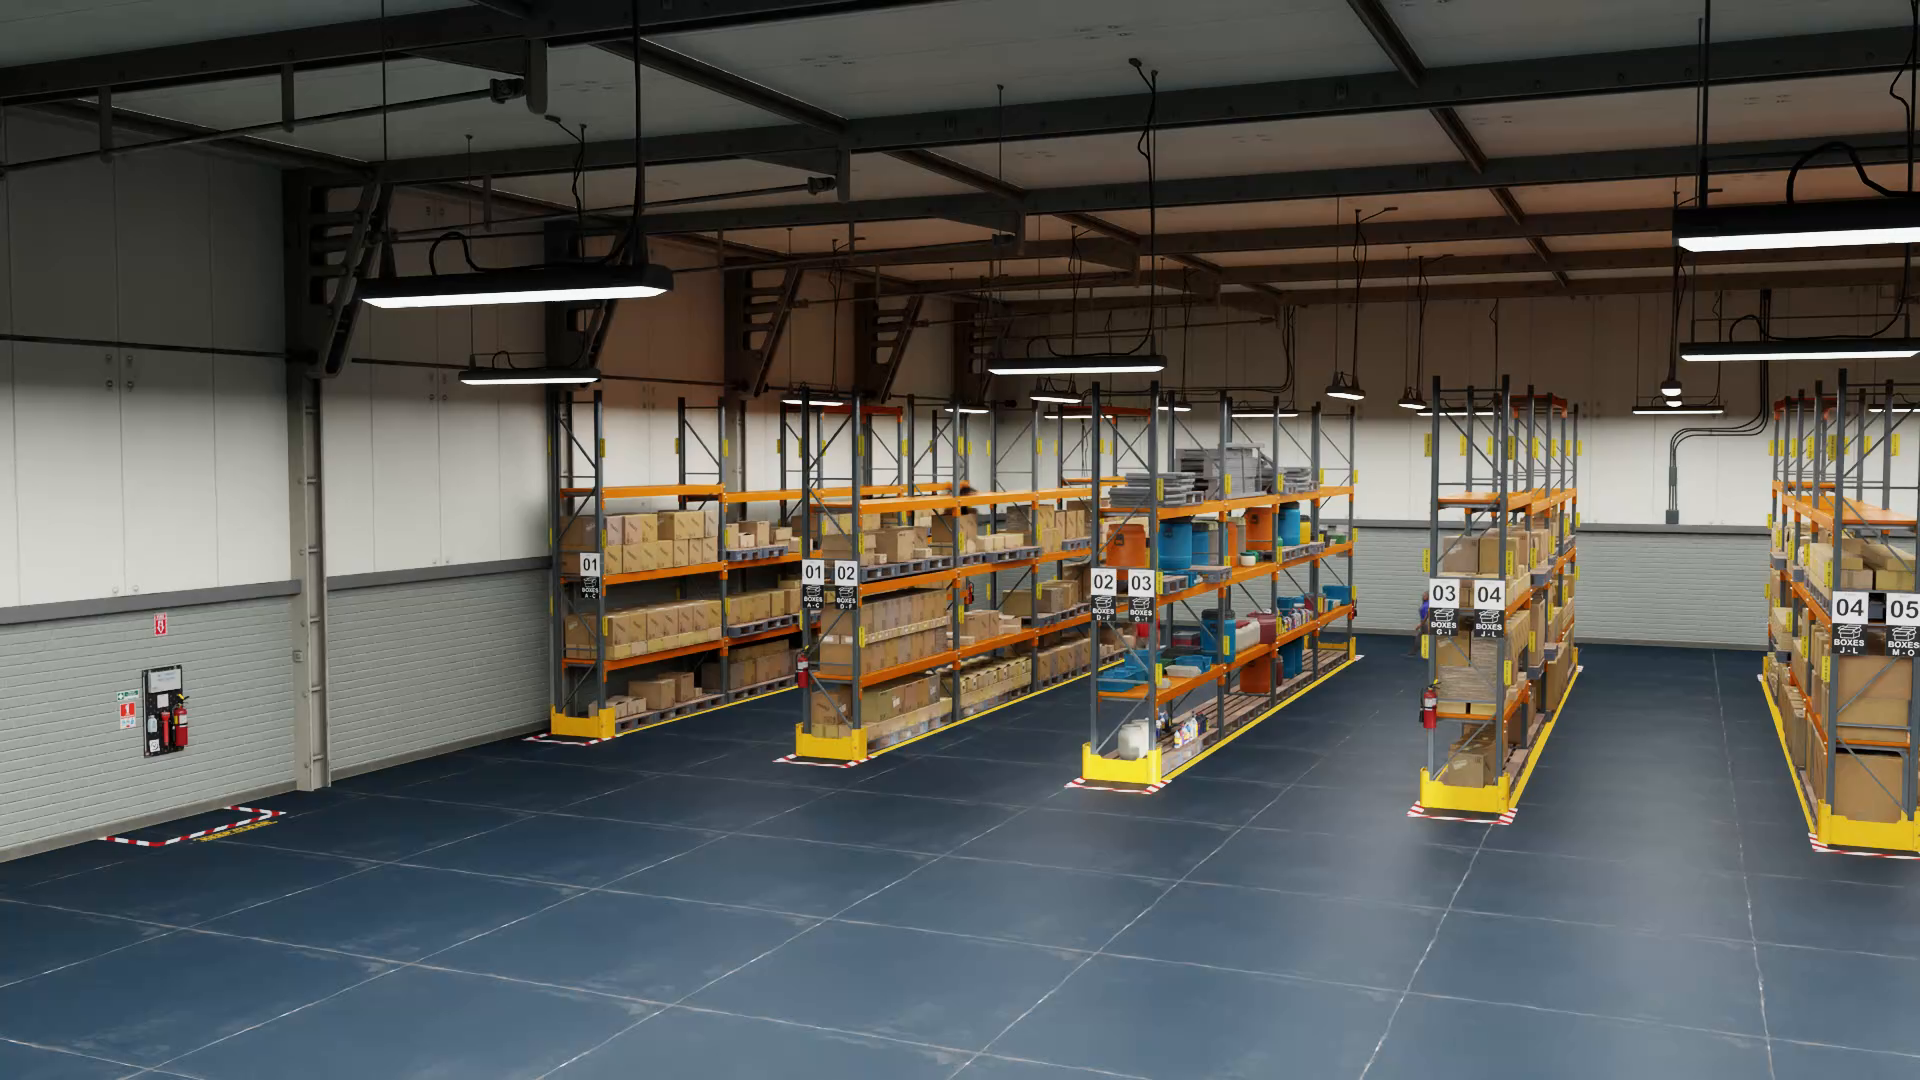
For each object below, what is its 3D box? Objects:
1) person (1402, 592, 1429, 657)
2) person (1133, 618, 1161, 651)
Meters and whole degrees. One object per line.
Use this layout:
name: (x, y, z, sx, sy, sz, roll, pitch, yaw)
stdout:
person: (10.878, 2.018, 39.150, 0.981, 1.590, 0.546, 2, 4, 27)
person: (4.005, 2.190, 35.524, 0.577, 1.674, 0.857, 1, 3, 20)
